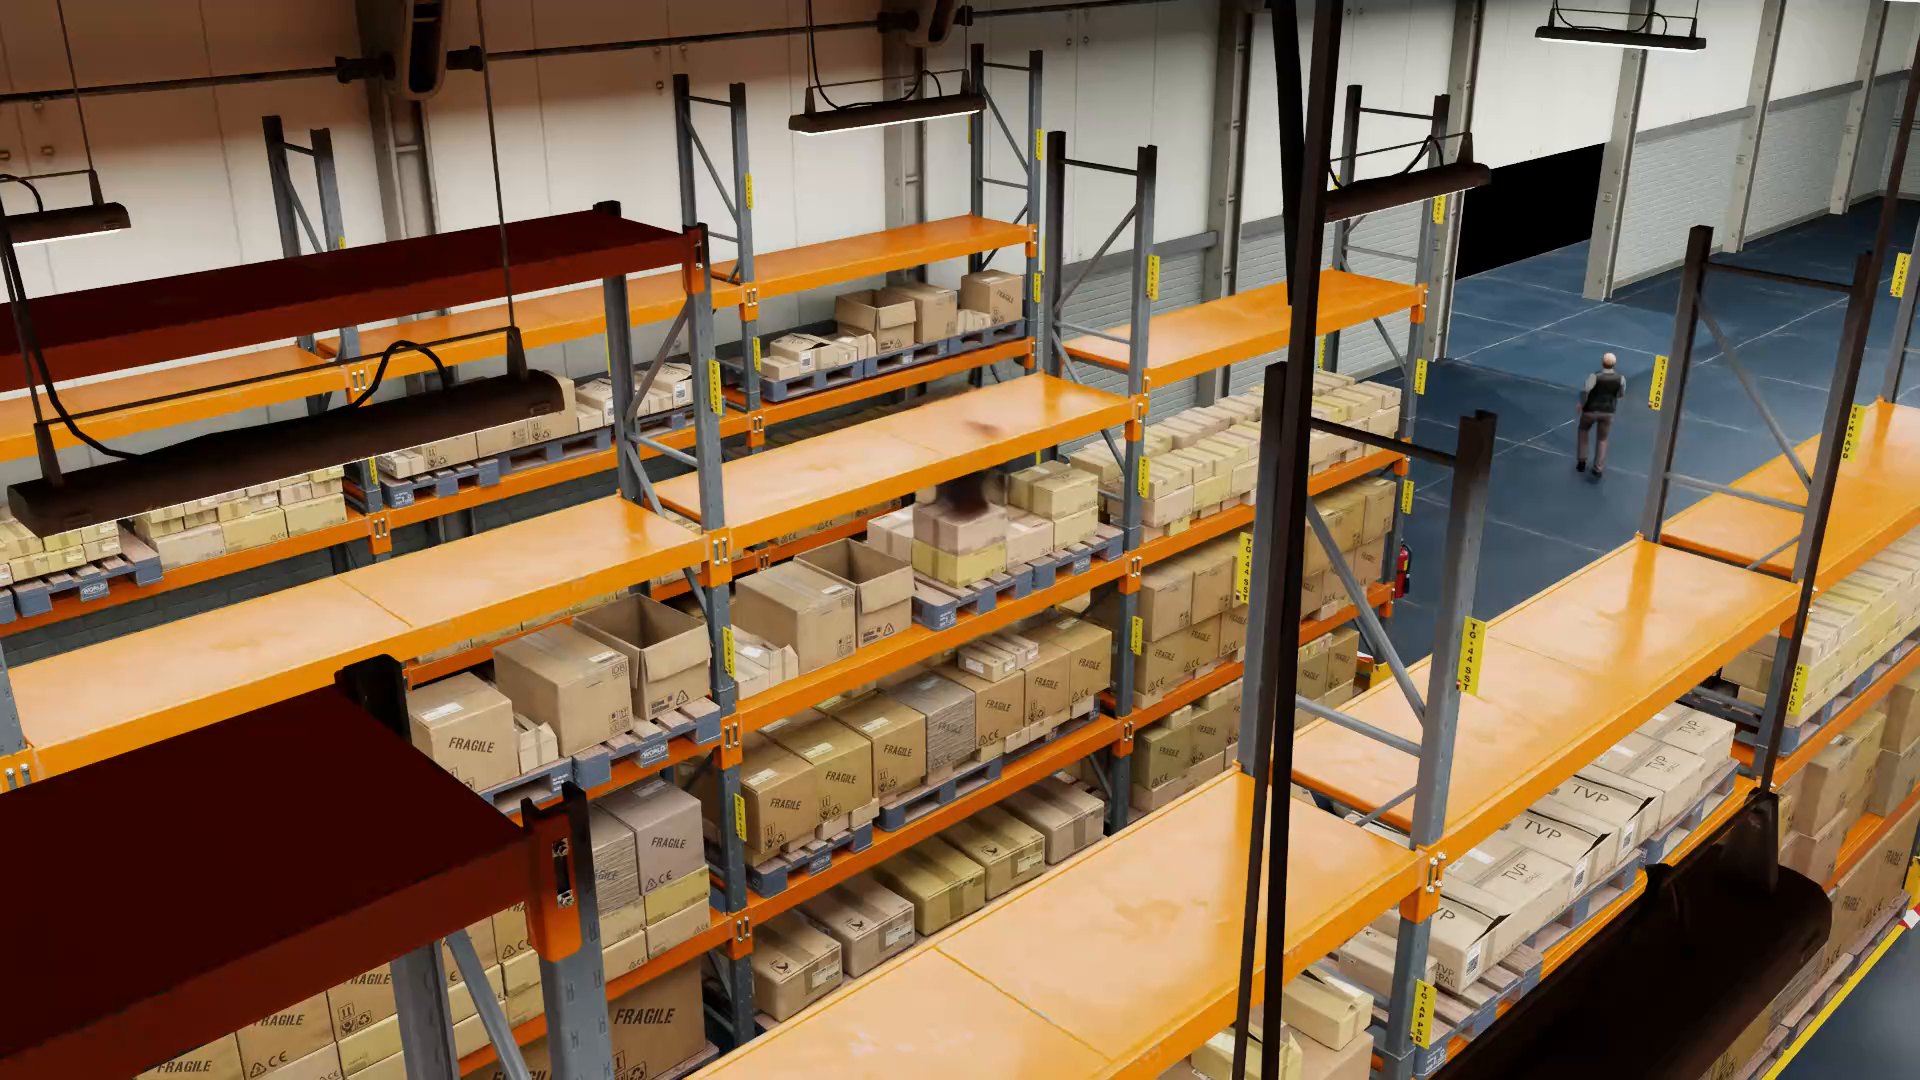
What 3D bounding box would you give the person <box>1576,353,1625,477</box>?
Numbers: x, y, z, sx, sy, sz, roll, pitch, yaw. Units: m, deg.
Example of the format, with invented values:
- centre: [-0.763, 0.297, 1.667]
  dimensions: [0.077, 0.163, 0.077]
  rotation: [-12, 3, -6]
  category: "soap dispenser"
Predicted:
- centre: [8.735, -1.718, 22.782]
  dimensions: [0.624, 1.755, 0.721]
  rotation: [4, 23, 10]
  category: "person"
